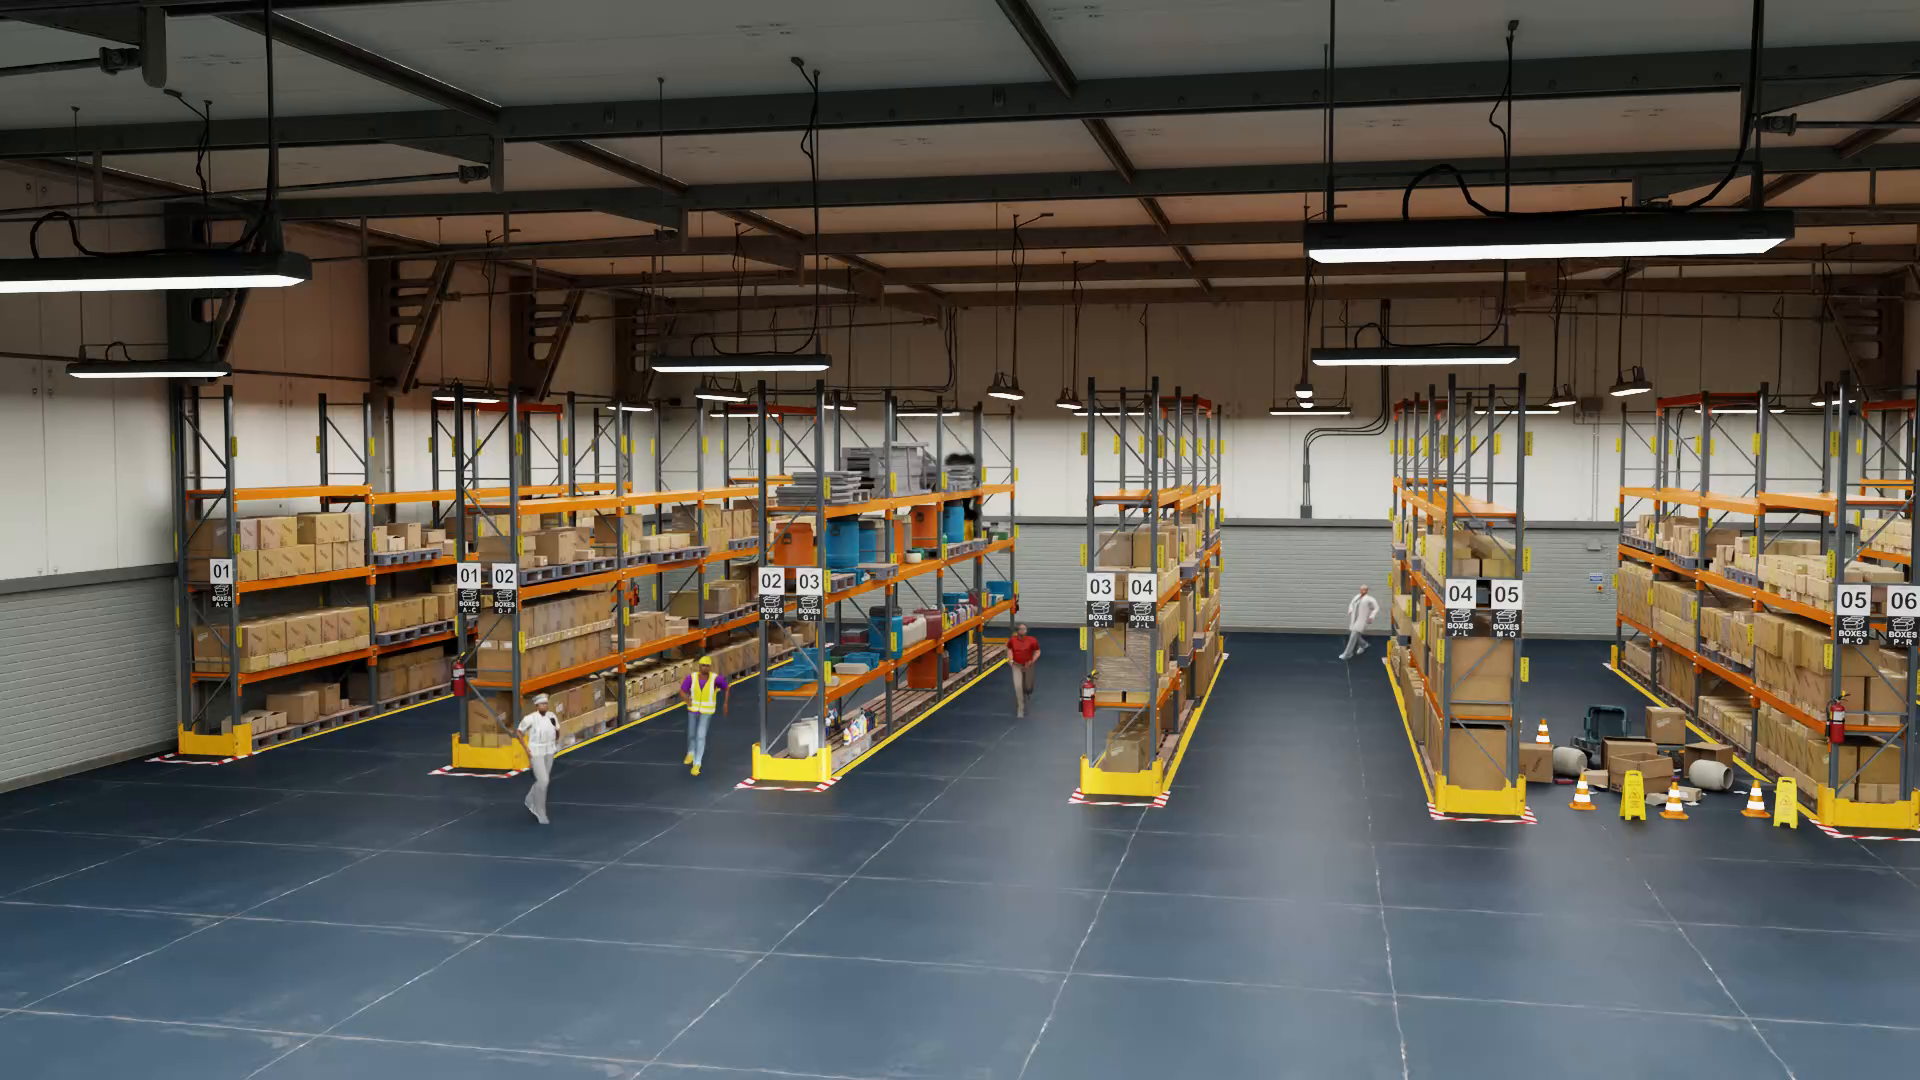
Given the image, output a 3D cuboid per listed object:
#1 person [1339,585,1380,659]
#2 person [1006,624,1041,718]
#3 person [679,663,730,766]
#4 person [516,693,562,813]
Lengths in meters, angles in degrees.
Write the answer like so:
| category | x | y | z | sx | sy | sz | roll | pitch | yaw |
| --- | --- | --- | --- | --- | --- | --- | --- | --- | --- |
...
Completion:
| category | x | y | z | sx | sy | sz | roll | pitch | yaw |
| --- | --- | --- | --- | --- | --- | --- | --- | --- | --- |
| person | 9.441 | 1.927 | 39.195 | 1.029 | 1.739 | 0.772 | -2 | 4 | -34 |
| person | 1.193 | 2.431 | 31.200 | 0.636 | 1.730 | 1.063 | 0 | 3 | -1 |
| person | -3.967 | 2.639 | 25.759 | 0.758 | 1.642 | 0.719 | 0 | 3 | 2 |
| person | -5.635 | 2.830 | 22.347 | 0.678 | 1.593 | 0.601 | 3 | 4 | 42 |
